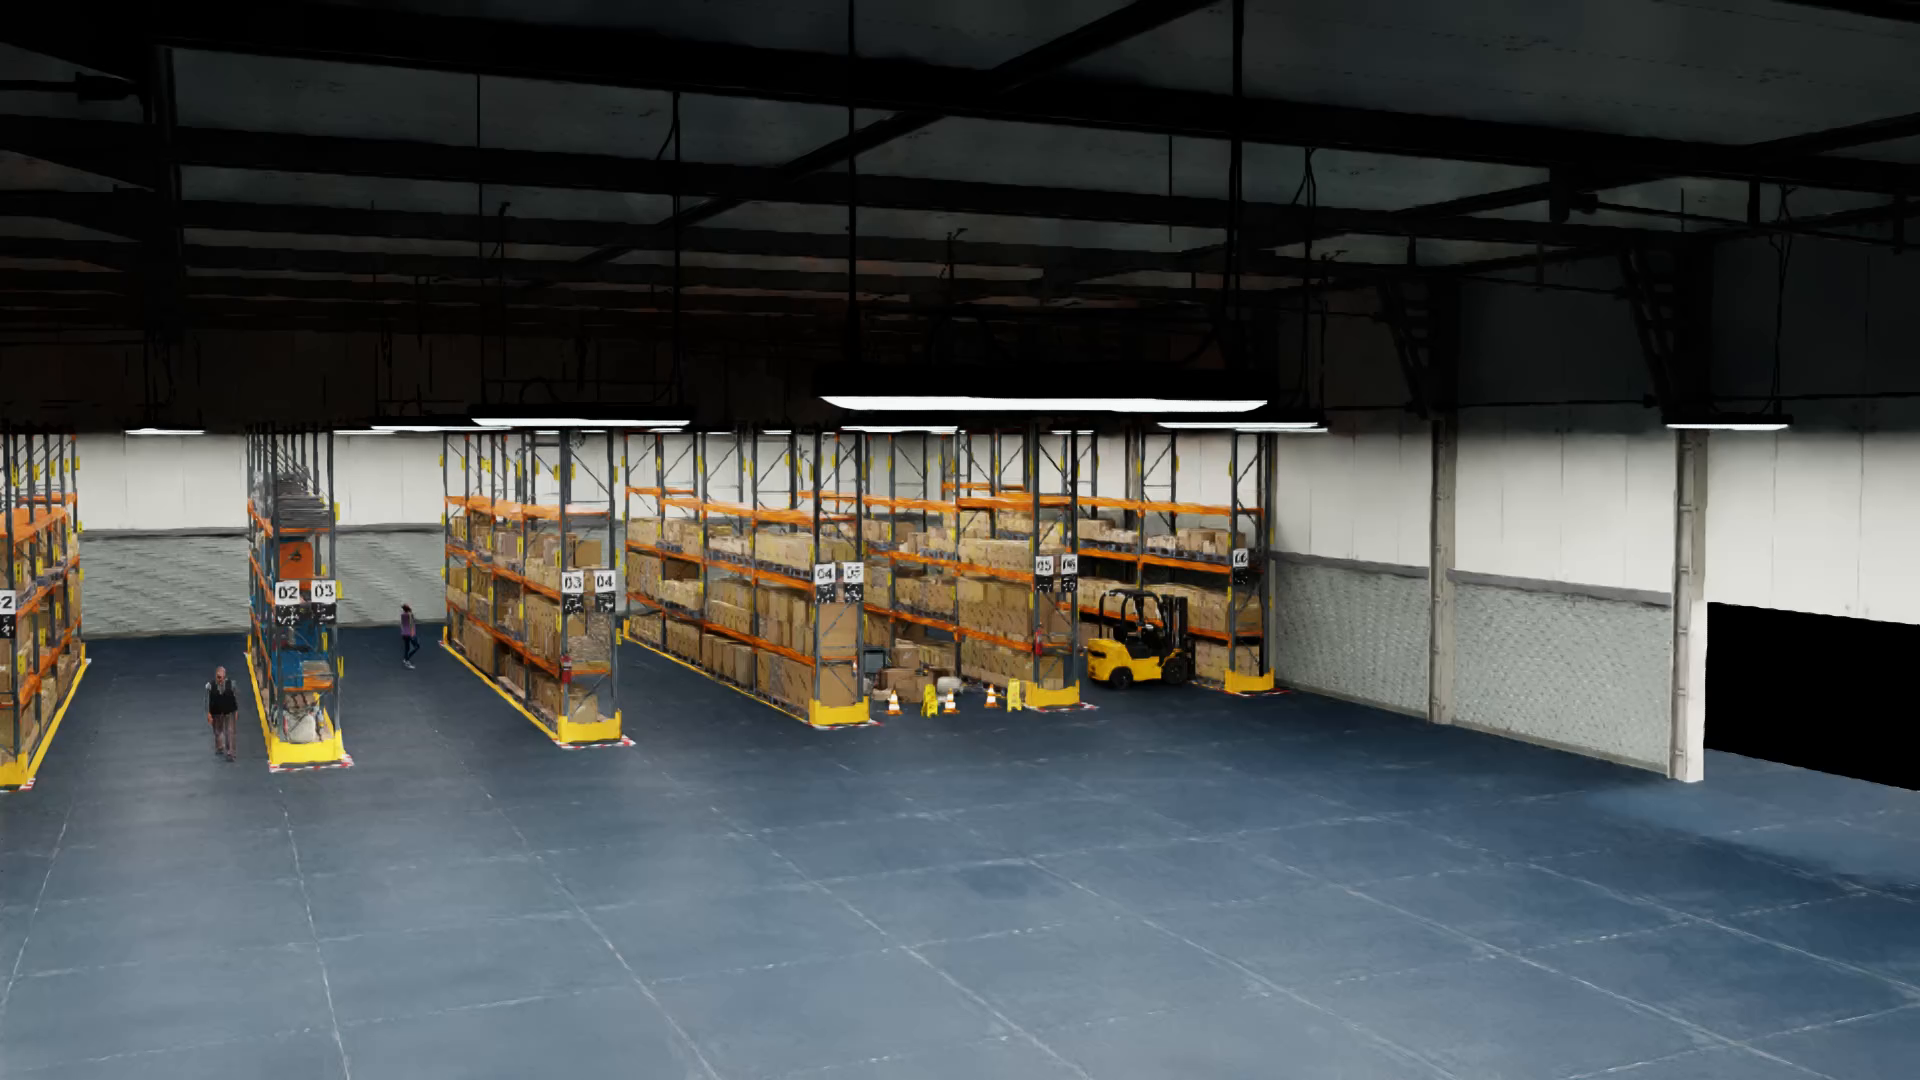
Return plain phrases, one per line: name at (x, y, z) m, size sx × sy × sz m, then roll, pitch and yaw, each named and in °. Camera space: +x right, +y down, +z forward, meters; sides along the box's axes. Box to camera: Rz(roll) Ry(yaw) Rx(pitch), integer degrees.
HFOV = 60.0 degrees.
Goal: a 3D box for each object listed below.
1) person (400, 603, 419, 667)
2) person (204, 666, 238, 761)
person at (-13.667, 2.354, 41.153) m, size 0.458 × 1.594 × 0.407 m, roll 3°, pitch 4°, yaw 36°
person at (-13.051, 3.046, 29.382) m, size 0.544 × 1.646 × 1.102 m, roll -1°, pitch 4°, yaw -21°
